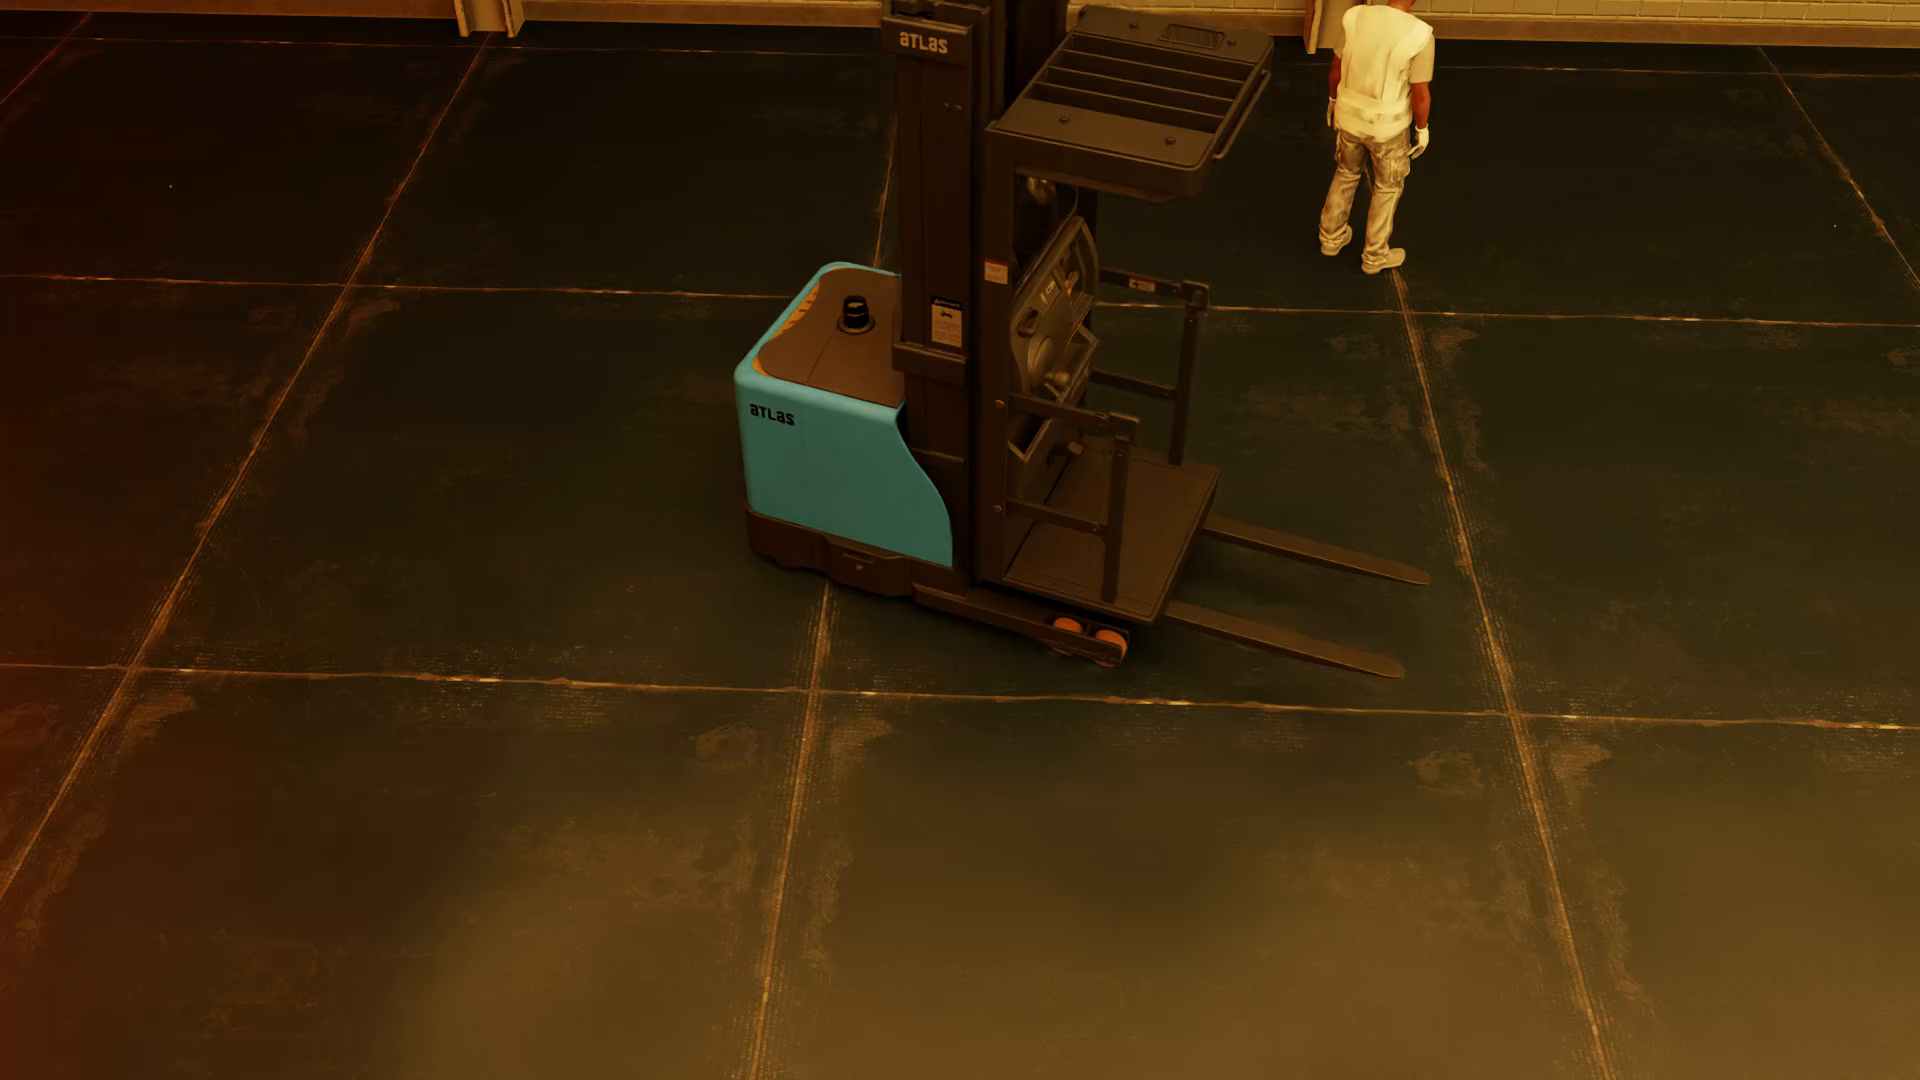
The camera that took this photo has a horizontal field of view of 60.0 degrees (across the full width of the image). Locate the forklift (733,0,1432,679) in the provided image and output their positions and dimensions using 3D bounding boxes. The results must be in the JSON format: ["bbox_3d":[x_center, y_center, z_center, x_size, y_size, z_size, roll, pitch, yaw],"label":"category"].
[{"bbox_3d":[0.575,-0.934,6.766,3.031,2.935,1.130,15,45,16],"label":"forklift"}]

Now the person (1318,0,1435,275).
[{"bbox_3d":[2.299,-2.324,9.151,0.617,1.772,0.450,32,51,30],"label":"person"}]
